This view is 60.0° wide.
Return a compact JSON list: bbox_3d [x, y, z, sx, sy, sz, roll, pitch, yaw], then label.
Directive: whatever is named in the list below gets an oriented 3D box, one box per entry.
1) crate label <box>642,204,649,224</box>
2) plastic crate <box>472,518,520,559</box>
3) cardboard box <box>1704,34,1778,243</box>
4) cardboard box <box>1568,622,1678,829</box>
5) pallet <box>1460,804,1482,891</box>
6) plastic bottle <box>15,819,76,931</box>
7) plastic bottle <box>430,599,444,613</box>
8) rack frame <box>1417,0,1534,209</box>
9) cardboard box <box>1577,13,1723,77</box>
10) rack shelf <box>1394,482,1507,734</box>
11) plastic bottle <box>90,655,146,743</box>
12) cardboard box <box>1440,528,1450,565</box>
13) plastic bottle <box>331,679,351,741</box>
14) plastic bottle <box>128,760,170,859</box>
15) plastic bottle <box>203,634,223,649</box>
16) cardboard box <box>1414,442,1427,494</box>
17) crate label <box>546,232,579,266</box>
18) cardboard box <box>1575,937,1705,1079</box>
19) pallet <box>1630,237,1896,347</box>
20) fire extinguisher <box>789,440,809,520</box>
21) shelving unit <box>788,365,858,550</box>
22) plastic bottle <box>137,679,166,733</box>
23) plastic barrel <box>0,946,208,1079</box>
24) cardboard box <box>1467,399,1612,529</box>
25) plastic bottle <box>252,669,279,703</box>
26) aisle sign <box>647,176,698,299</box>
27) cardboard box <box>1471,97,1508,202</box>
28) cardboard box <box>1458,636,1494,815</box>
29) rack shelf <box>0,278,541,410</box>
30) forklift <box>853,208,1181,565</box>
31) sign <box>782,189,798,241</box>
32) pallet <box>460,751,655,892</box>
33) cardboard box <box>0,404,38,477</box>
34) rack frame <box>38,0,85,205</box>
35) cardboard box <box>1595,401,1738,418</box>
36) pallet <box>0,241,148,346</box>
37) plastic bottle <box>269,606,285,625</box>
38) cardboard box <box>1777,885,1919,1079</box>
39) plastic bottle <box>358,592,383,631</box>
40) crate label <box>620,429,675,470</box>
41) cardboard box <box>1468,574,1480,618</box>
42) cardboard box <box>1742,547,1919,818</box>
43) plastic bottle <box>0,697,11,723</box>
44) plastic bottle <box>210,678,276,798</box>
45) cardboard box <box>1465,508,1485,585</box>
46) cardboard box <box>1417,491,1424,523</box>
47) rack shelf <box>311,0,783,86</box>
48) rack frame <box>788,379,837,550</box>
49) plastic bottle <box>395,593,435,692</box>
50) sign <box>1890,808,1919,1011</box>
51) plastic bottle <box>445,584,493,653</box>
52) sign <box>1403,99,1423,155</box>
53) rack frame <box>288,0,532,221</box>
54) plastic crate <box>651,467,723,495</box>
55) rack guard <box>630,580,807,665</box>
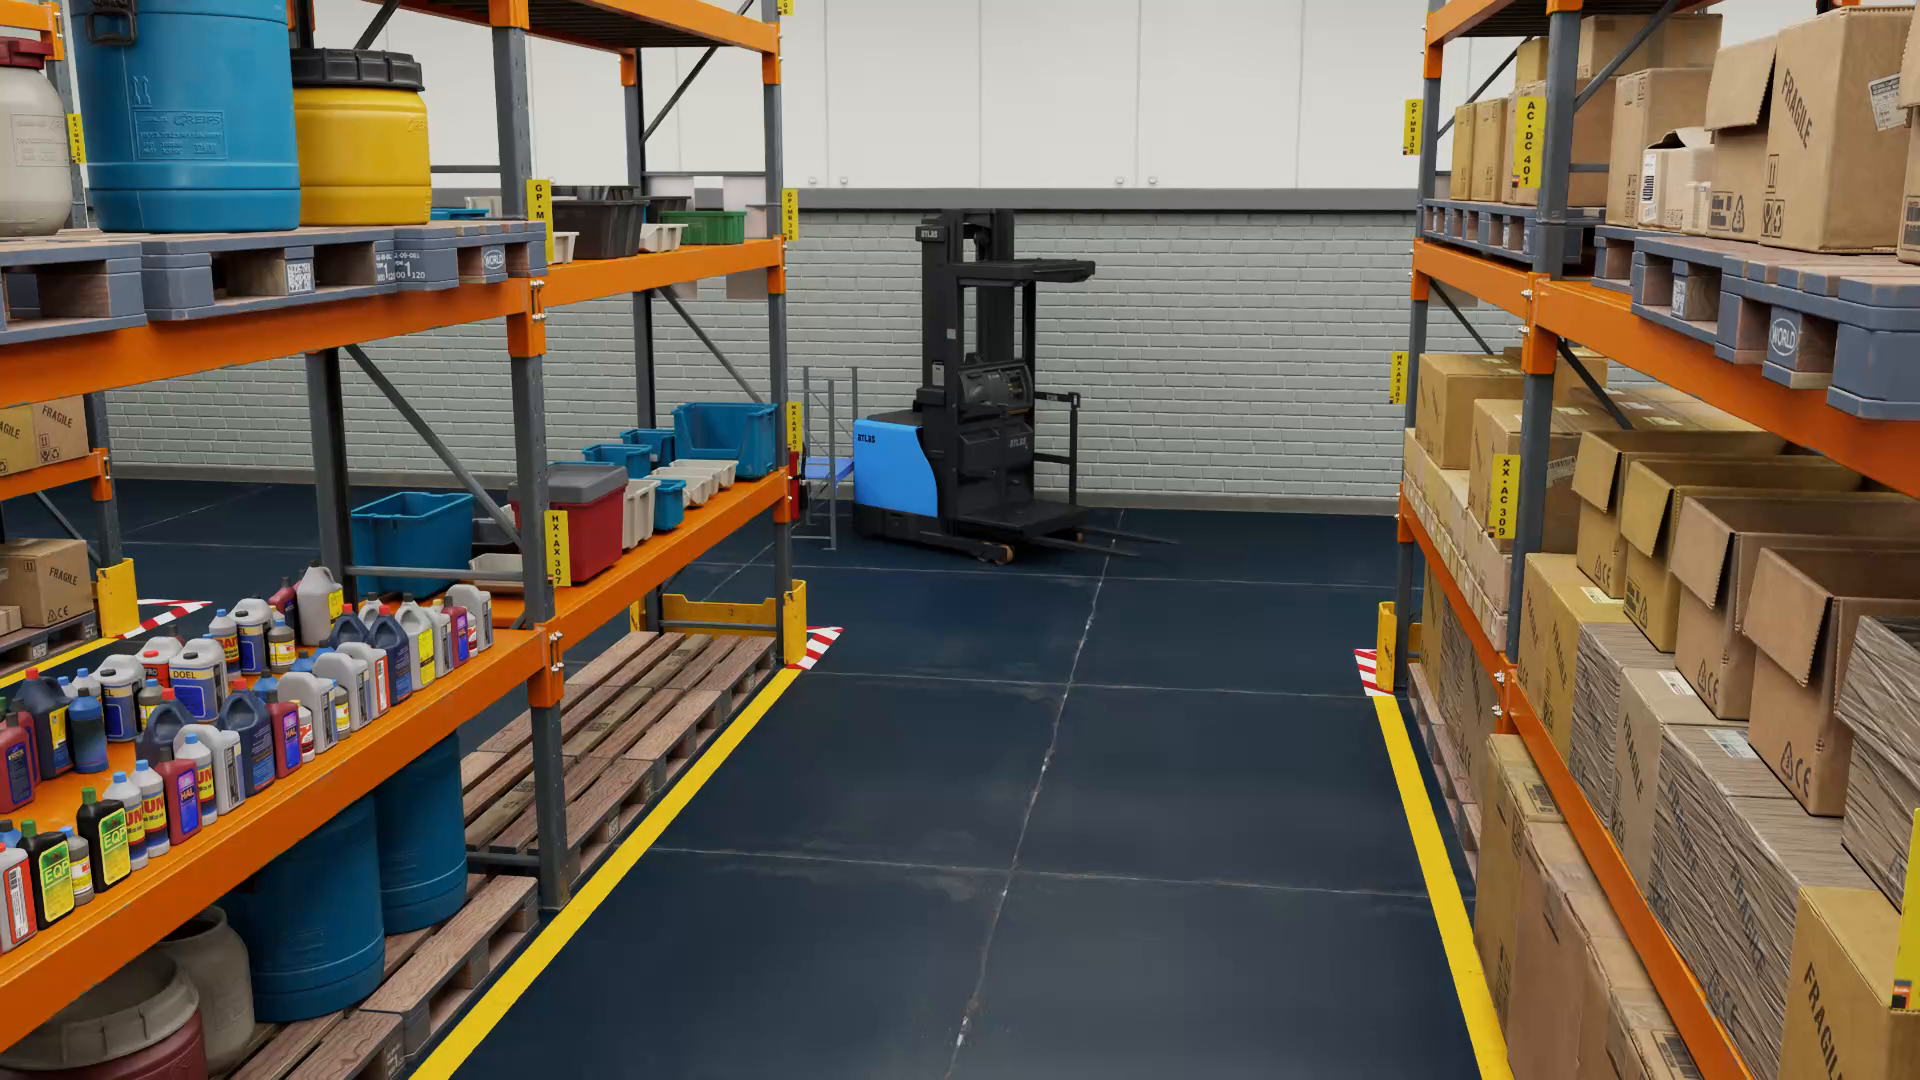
[{"bbox_3d":[-2.096,-1.892,9.886,0.408,0.251,0.502,2,12,9],"label":"crate label"},{"bbox_3d":[-2.343,0.016,8.310,0.437,0.125,0.590,2,12,9],"label":"plastic crate"},{"bbox_3d":[2.322,-1.002,4.163,0.797,0.503,0.637,2,12,8],"label":"cardboard box"},{"bbox_3d":[2.172,0.561,5.035,0.500,0.500,0.500,2,12,7],"label":"cardboard box"},{"bbox_3d":[2.838,1.520,7.438,1.003,0.211,1.213,2,12,9],"label":"pallet"},{"bbox_3d":[-2.342,0.840,4.253,0.061,0.283,0.133,2,12,9],"label":"plastic bottle"},{"bbox_3d":[-2.117,0.342,6.758,0.097,0.201,0.097,0,12,0],"label":"plastic bottle"},{"bbox_3d":[3.259,-3.452,9.653,1.000,3.000,0.127,2,12,9],"label":"rack frame"},{"bbox_3d":[2.795,-2.019,6.868,0.500,0.250,0.500,1,12,5],"label":"cardboard box"},{"bbox_3d":[2.952,0.248,8.429,1.077,0.370,4.000,2,12,9],"label":"rack shelf"},{"bbox_3d":[-2.876,0.538,5.670,0.152,0.276,0.135,2,12,9],"label":"plastic bottle"},{"bbox_3d":[2.605,0.041,8.278,0.380,0.149,0.250,2,12,10],"label":"cardboard box"},{"bbox_3d":[-2.137,0.576,5.671,0.097,0.201,0.097,0,12,0],"label":"plastic bottle"},{"bbox_3d":[-2.292,0.753,4.685,0.097,0.271,0.097,0,12,0],"label":"plastic bottle"},{"bbox_3d":[-2.814,0.453,6.241,0.097,0.201,0.097,0,12,0],"label":"plastic bottle"},{"bbox_3d":[2.845,-0.392,9.343,0.500,0.250,0.500,2,12,8],"label":"cardboard box"},{"bbox_3d":[-1.889,-1.277,7.307,0.293,0.136,0.466,2,12,9],"label":"crate label"},{"bbox_3d":[2.300,1.651,4.260,1.225,0.875,0.875,2,12,9],"label":"cardboard box"},{"bbox_3d":[2.244,-0.597,3.972,1.003,0.211,1.213,2,12,11],"label":"pallet"},{"bbox_3d":[-1.163,-0.477,11.154,0.296,0.674,0.183,2,12,9],"label":"fire extinguisher"},{"bbox_3d":[-1.266,-0.762,14.970,0.538,1.500,1.048,2,12,8],"label":"shelving unit"},{"bbox_3d":[-2.750,0.575,5.678,0.097,0.201,0.097,0,12,0],"label":"plastic bottle"},{"bbox_3d":[-2.633,1.621,5.078,0.600,0.588,0.708,2,12,9],"label":"plastic barrel"},{"bbox_3d":[2.532,-0.334,7.294,0.500,0.500,0.500,2,12,9],"label":"cardboard box"},{"bbox_3d":[-2.308,0.565,5.557,0.097,0.271,0.097,0,12,0],"label":"plastic bottle"},{"bbox_3d":[-1.917,-1.976,10.870,0.394,0.787,0.004,2,12,9],"label":"aisle sign"},{"bbox_3d":[2.995,-1.957,8.361,0.700,0.500,0.500,1,12,5],"label":"cardboard box"},{"bbox_3d":[2.963,0.824,8.095,0.875,0.875,0.875,2,12,9],"label":"cardboard box"},{"bbox_3d":[-2.558,-0.546,4.994,1.077,0.370,4.000,2,12,9],"label":"rack shelf"},{"bbox_3d":[0.474,-1.348,14.290,3.031,2.935,1.130,10,16,39],"label":"forklift"},{"bbox_3d":[-1.089,-2.081,10.657,0.100,0.325,0.005,2,12,9],"label":"sign"},{"bbox_3d":[-2.175,1.361,8.176,1.003,0.211,1.213,2,12,9],"label":"pallet"},{"bbox_3d":[-6.405,-0.680,10.792,0.500,0.500,0.500,2,12,9],"label":"cardboard box"},{"bbox_3d":[-6.529,-3.774,11.146,1.000,3.000,0.127,2,12,9],"label":"rack frame"},{"bbox_3d":[3.054,-0.319,7.225,0.500,0.500,0.500,2,12,9],"label":"cardboard box"},{"bbox_3d":[-2.651,-0.545,3.730,1.003,0.211,1.213,2,12,9],"label":"pallet"},{"bbox_3d":[-2.748,0.365,6.653,0.097,0.201,0.097,0,12,0],"label":"plastic bottle"},{"bbox_3d":[1.860,0.986,3.061,0.500,0.500,0.500,2,12,10],"label":"cardboard box"},{"bbox_3d":[-2.211,0.374,6.255,0.144,0.351,0.185,2,12,9],"label":"plastic bottle"},{"bbox_3d":[-1.998,-0.587,10.852,0.416,0.233,0.303,2,12,9],"label":"crate label"},{"bbox_3d":[2.446,0.255,7.288,0.380,0.149,0.250,2,12,8],"label":"cardboard box"},{"bbox_3d":[2.260,0.319,3.774,0.797,0.503,0.637,2,12,10],"label":"cardboard box"},{"bbox_3d":[-3.000,0.640,5.181,0.061,0.283,0.133,2,12,9],"label":"plastic bottle"},{"bbox_3d":[-2.238,0.608,5.170,0.144,0.351,0.185,2,12,9],"label":"plastic bottle"},{"bbox_3d":[2.530,0.033,7.372,0.500,0.250,0.500,2,12,10],"label":"cardboard box"},{"bbox_3d":[2.762,-0.173,9.270,0.380,0.149,0.250,2,12,8],"label":"cardboard box"},{"bbox_3d":[-1.942,-2.649,8.583,1.077,0.370,4.000,2,12,9],"label":"rack shelf"},{"bbox_3d":[-1.336,-0.656,14.478,0.500,1.500,0.032,2,12,8],"label":"rack frame"},{"bbox_3d":[-2.068,0.379,6.234,0.144,0.351,0.185,2,12,9],"label":"plastic bottle"},{"bbox_3d":[1.480,0.562,2.516,0.100,0.325,0.005,2,12,9],"label":"sign"},{"bbox_3d":[-1.991,0.306,6.749,0.152,0.276,0.135,2,12,9],"label":"plastic bottle"},{"bbox_3d":[2.712,-2.471,9.957,0.100,0.325,0.005,2,12,9],"label":"sign"},{"bbox_3d":[-2.250,-2.780,6.534,1.000,3.000,0.127,2,12,9],"label":"rack frame"},{"bbox_3d":[-1.640,-0.345,9.958,0.396,0.136,0.243,2,12,9],"label":"plastic crate"},{"bbox_3d":[-1.644,0.536,11.318,1.175,0.500,0.348,2,12,9],"label":"rack guard"}]
